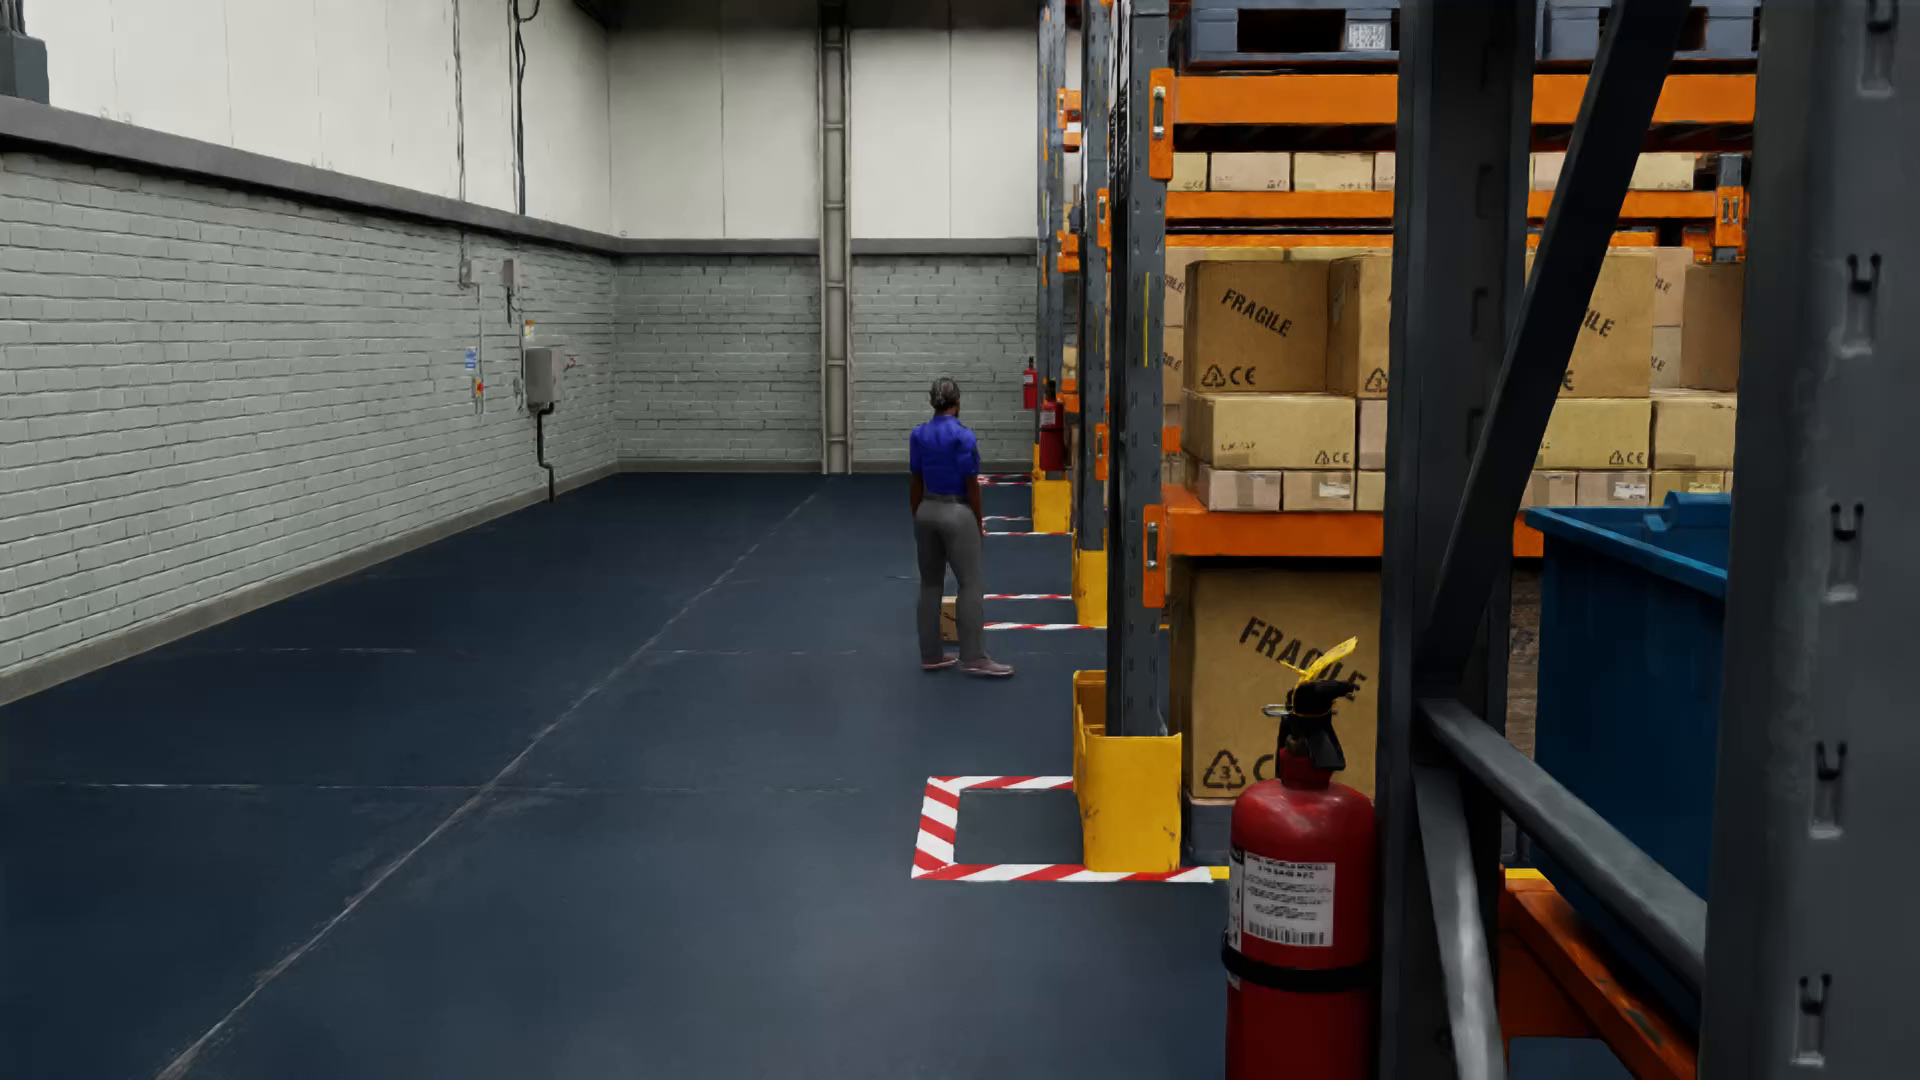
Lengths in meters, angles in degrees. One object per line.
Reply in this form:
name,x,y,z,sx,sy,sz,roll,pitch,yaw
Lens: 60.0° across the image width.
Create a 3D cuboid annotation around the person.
person,0.016,-0.084,9.355,0.649,1.660,0.335,5,9,35
